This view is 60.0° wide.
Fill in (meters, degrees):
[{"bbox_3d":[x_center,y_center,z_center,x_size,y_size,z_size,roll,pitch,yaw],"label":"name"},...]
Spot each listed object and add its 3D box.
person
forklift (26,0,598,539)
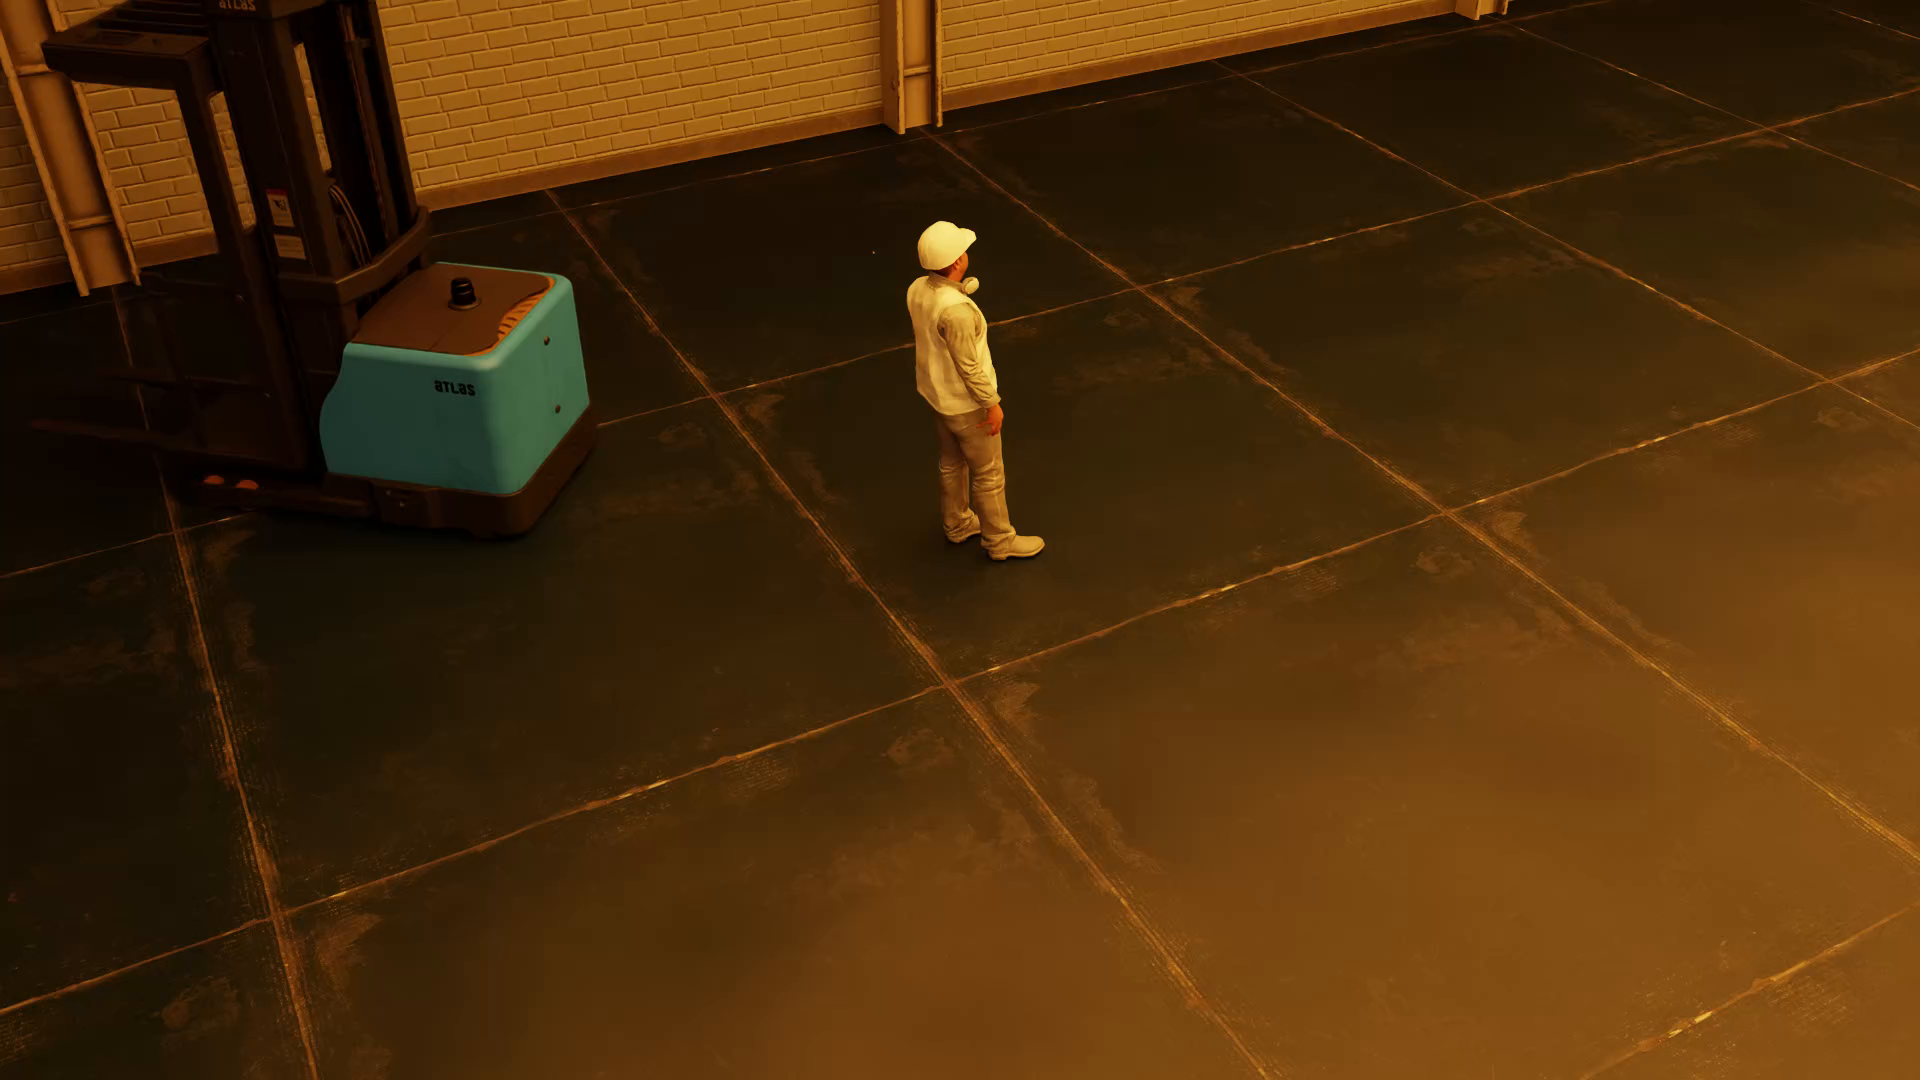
[{"bbox_3d":[0.059,-0.744,8.165,0.566,1.775,0.633,-17,39,-23],"label":"person"},{"bbox_3d":[-3.605,-1.641,8.444,3.031,2.935,1.130,7,36,10],"label":"forklift"}]
